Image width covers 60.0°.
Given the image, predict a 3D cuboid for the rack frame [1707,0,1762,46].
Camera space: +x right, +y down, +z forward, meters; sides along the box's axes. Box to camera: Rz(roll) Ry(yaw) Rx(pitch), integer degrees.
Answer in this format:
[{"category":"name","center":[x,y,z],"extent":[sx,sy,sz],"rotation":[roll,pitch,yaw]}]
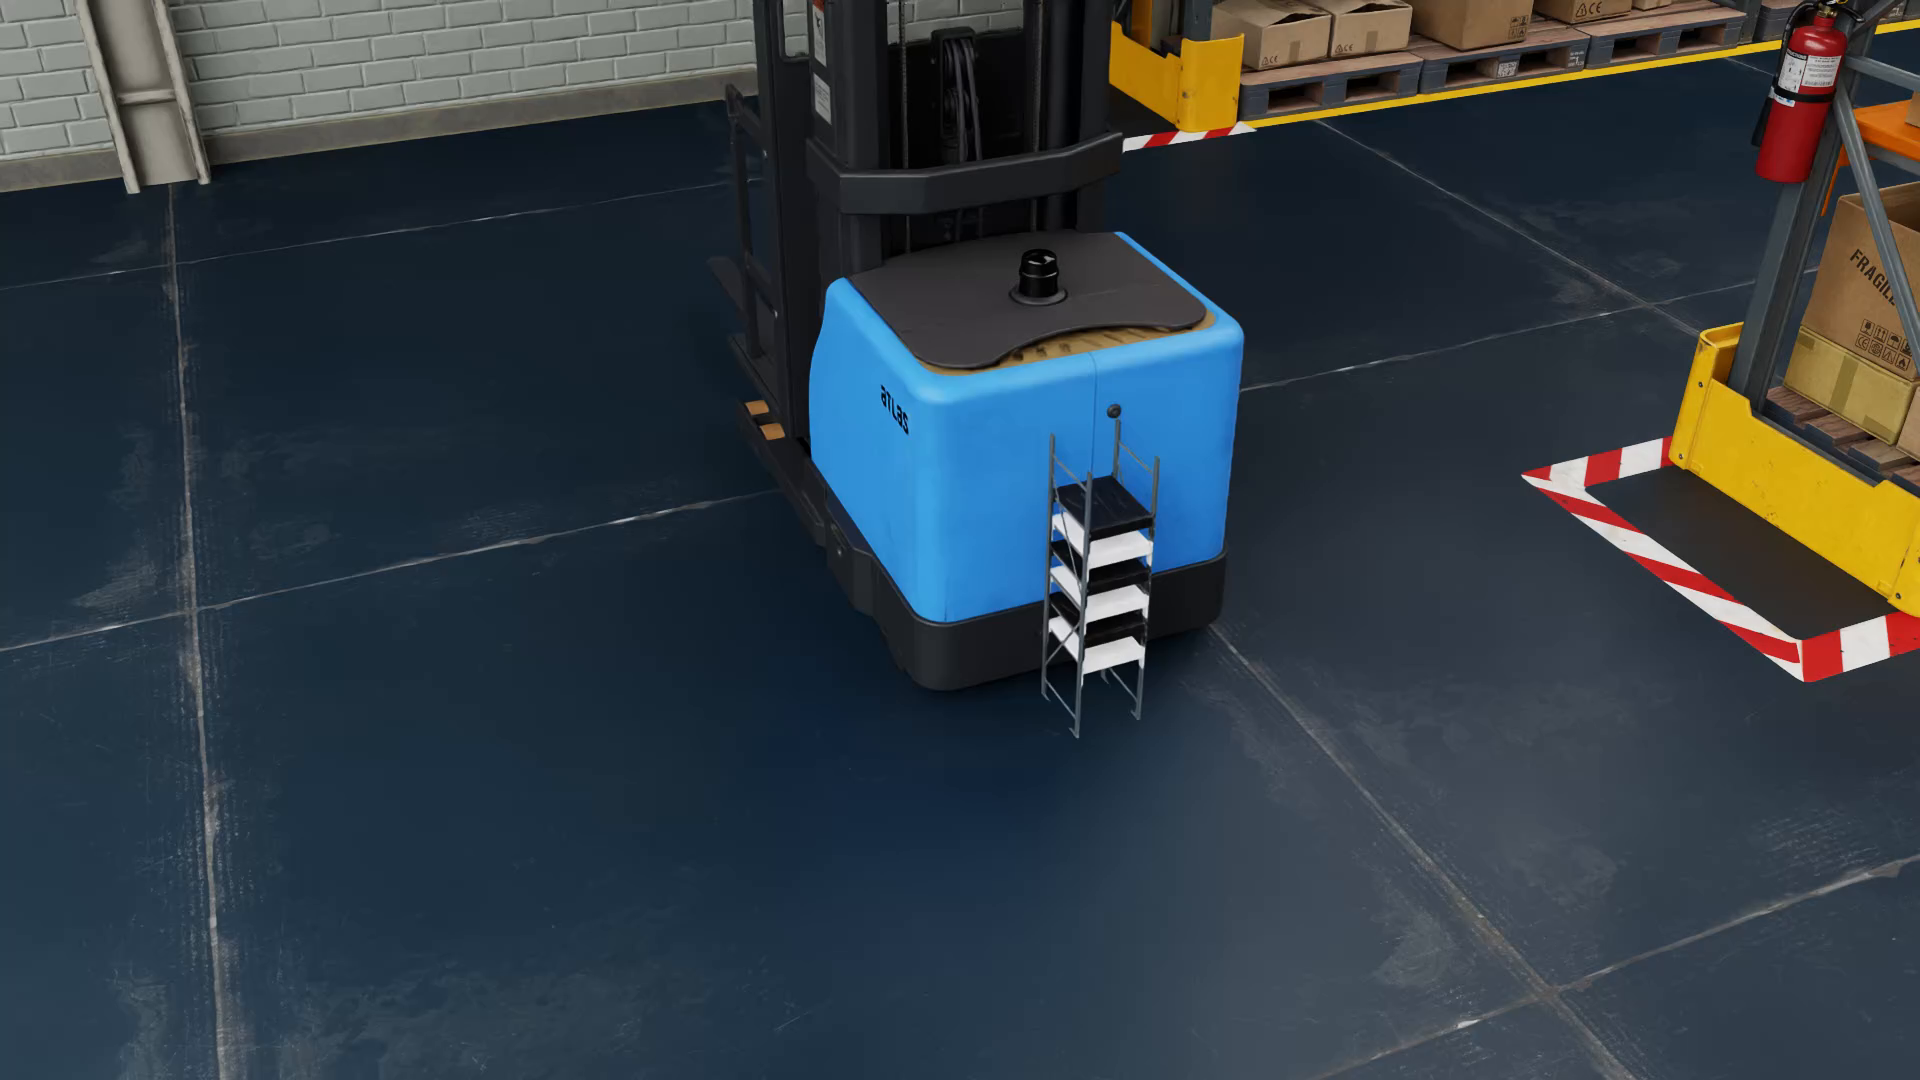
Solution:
[{"category":"rack frame","center":[4.805,-4.663,10.166],"extent":[0.127,3.000,1.000],"rotation":[-13,35,-19]}]

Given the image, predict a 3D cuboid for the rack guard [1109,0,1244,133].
[{"category":"rack guard","center":[1.186,-2.787,9.574],"extent":[0.348,0.500,1.175],"rotation":[-13,35,-19]}]

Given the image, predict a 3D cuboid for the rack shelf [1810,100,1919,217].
[{"category":"rack shelf","center":[4.882,-1.449,5.886],"extent":[4.000,0.370,1.077],"rotation":[-13,35,-19]}]

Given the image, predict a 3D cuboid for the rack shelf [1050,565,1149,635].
[{"category":"rack shelf","center":[0.390,0.150,4.755],"extent":[0.200,0.077,0.258],"rotation":[-14,35,-20]}]

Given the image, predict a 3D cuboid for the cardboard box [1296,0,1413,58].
[{"category":"cardboard box","center":[2.315,-3.097,9.821],"extent":[0.500,0.311,0.500],"rotation":[-10,34,-15]}]

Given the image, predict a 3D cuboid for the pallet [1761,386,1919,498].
[{"category":"pallet","center":[3.726,-0.342,6.082],"extent":[1.213,0.211,1.003],"rotation":[-13,35,-19]}]

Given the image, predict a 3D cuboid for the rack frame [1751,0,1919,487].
[{"category":"rack frame","center":[3.036,-1.330,5.043],"extent":[0.053,2.616,0.949],"rotation":[-13,35,-19]}]

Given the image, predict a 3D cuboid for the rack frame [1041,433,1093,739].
[{"category":"rack frame","center":[0.297,0.145,4.702],"extent":[0.006,0.900,0.240],"rotation":[-14,35,-20]}]

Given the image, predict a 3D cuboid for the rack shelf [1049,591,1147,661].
[{"category":"rack shelf","center":[0.390,0.226,4.804],"extent":[0.200,0.077,0.258],"rotation":[-14,35,-20]}]

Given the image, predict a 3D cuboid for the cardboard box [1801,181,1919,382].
[{"category":"cardboard box","center":[3.417,-0.929,5.876],"extent":[0.500,0.500,0.500],"rotation":[-13,35,-19]}]

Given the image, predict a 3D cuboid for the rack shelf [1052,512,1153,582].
[{"category":"rack shelf","center":[0.390,-0.001,4.657],"extent":[0.200,0.077,0.258],"rotation":[-14,35,-20]}]

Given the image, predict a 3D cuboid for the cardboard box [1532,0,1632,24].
[{"category":"cardboard box","center":[3.863,-3.560,10.360],"extent":[0.500,0.500,0.500],"rotation":[-16,36,-22]}]

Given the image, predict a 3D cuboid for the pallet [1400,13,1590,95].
[{"category":"pallet","center":[3.072,-3.075,10.282],"extent":[1.213,0.211,1.003],"rotation":[-13,35,-19]}]

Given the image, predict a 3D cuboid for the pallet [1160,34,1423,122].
[{"category":"pallet","center":[1.949,-2.819,9.890],"extent":[1.213,0.211,1.003],"rotation":[-13,35,-19]}]

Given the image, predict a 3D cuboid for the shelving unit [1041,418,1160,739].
[{"category":"shelving unit","center":[0.390,0.122,4.737],"extent":[0.210,0.900,0.258],"rotation":[-14,35,-20]}]

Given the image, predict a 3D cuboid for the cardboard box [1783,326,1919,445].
[{"category":"cardboard box","center":[3.418,-0.614,6.079],"extent":[0.500,0.250,0.500],"rotation":[-13,35,-19]}]

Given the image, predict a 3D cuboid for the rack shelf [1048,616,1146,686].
[{"category":"rack shelf","center":[0.390,0.301,4.853],"extent":[0.200,0.077,0.258],"rotation":[-14,35,-20]}]

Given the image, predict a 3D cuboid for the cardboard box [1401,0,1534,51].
[{"category":"cardboard box","center":[3.011,-3.306,9.969],"extent":[0.500,0.500,0.700],"rotation":[-15,36,-22]}]

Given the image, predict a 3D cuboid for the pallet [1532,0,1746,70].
[{"category":"pallet","center":[4.199,-3.335,10.681],"extent":[1.213,0.211,1.003],"rotation":[-13,35,-19]}]

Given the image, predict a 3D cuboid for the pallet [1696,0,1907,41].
[{"category":"pallet","center":[5.522,-3.659,11.180],"extent":[1.213,0.211,1.003],"rotation":[-13,35,-19]}]

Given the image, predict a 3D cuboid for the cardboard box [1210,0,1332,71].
[{"category":"cardboard box","center":[1.789,-2.977,9.636],"extent":[0.500,0.311,0.500],"rotation":[-17,37,-24]}]

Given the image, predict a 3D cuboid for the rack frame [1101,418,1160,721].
[{"category":"rack frame","center":[0.483,0.100,4.771],"extent":[0.006,0.900,0.240],"rotation":[-14,35,-20]}]

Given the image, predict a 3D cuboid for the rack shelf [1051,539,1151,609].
[{"category":"rack shelf","center":[0.390,0.075,4.706],"extent":[0.200,0.077,0.258],"rotation":[-14,35,-20]}]

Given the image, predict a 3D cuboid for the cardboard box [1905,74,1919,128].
[{"category":"cardboard box","center":[3.473,-1.462,5.155],"extent":[0.500,0.500,0.700],"rotation":[-13,35,-19]}]

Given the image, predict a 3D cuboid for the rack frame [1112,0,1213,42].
[{"category":"rack frame","center":[1.116,-3.818,8.868],"extent":[0.127,3.000,1.000],"rotation":[-13,35,-19]}]

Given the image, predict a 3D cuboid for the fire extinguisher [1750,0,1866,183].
[{"category":"fire extinguisher","center":[2.749,-1.504,5.383],"extent":[0.183,0.674,0.296],"rotation":[-13,35,-19]}]

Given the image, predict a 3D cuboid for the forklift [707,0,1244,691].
[{"category":"forklift","center":[-0.202,-1.575,5.482],"extent":[1.130,2.935,3.031],"rotation":[-13,35,-19]}]

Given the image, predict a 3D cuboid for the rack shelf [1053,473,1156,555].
[{"category":"rack shelf","center":[0.390,-0.076,4.608],"extent":[0.200,0.077,0.258],"rotation":[-14,35,-20]}]

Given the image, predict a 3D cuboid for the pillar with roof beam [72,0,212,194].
[{"category":"pillar with roof beam","center":[-2.439,-3.484,2.854],"extent":[0.400,9.000,9.100],"rotation":[-13,35,-19]}]

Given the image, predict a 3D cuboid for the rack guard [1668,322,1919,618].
[{"category":"rack guard","center":[3.015,-0.275,5.715],"extent":[0.348,0.500,1.175],"rotation":[-13,35,-19]}]

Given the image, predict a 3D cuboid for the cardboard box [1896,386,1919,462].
[{"category":"cardboard box","center":[3.618,-0.353,5.678],"extent":[0.500,0.250,0.500],"rotation":[-13,35,-19]}]

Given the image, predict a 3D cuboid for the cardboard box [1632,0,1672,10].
[{"category":"cardboard box","center":[4.323,-3.532,10.622],"extent":[0.250,0.166,0.380],"rotation":[-18,37,-25]}]
